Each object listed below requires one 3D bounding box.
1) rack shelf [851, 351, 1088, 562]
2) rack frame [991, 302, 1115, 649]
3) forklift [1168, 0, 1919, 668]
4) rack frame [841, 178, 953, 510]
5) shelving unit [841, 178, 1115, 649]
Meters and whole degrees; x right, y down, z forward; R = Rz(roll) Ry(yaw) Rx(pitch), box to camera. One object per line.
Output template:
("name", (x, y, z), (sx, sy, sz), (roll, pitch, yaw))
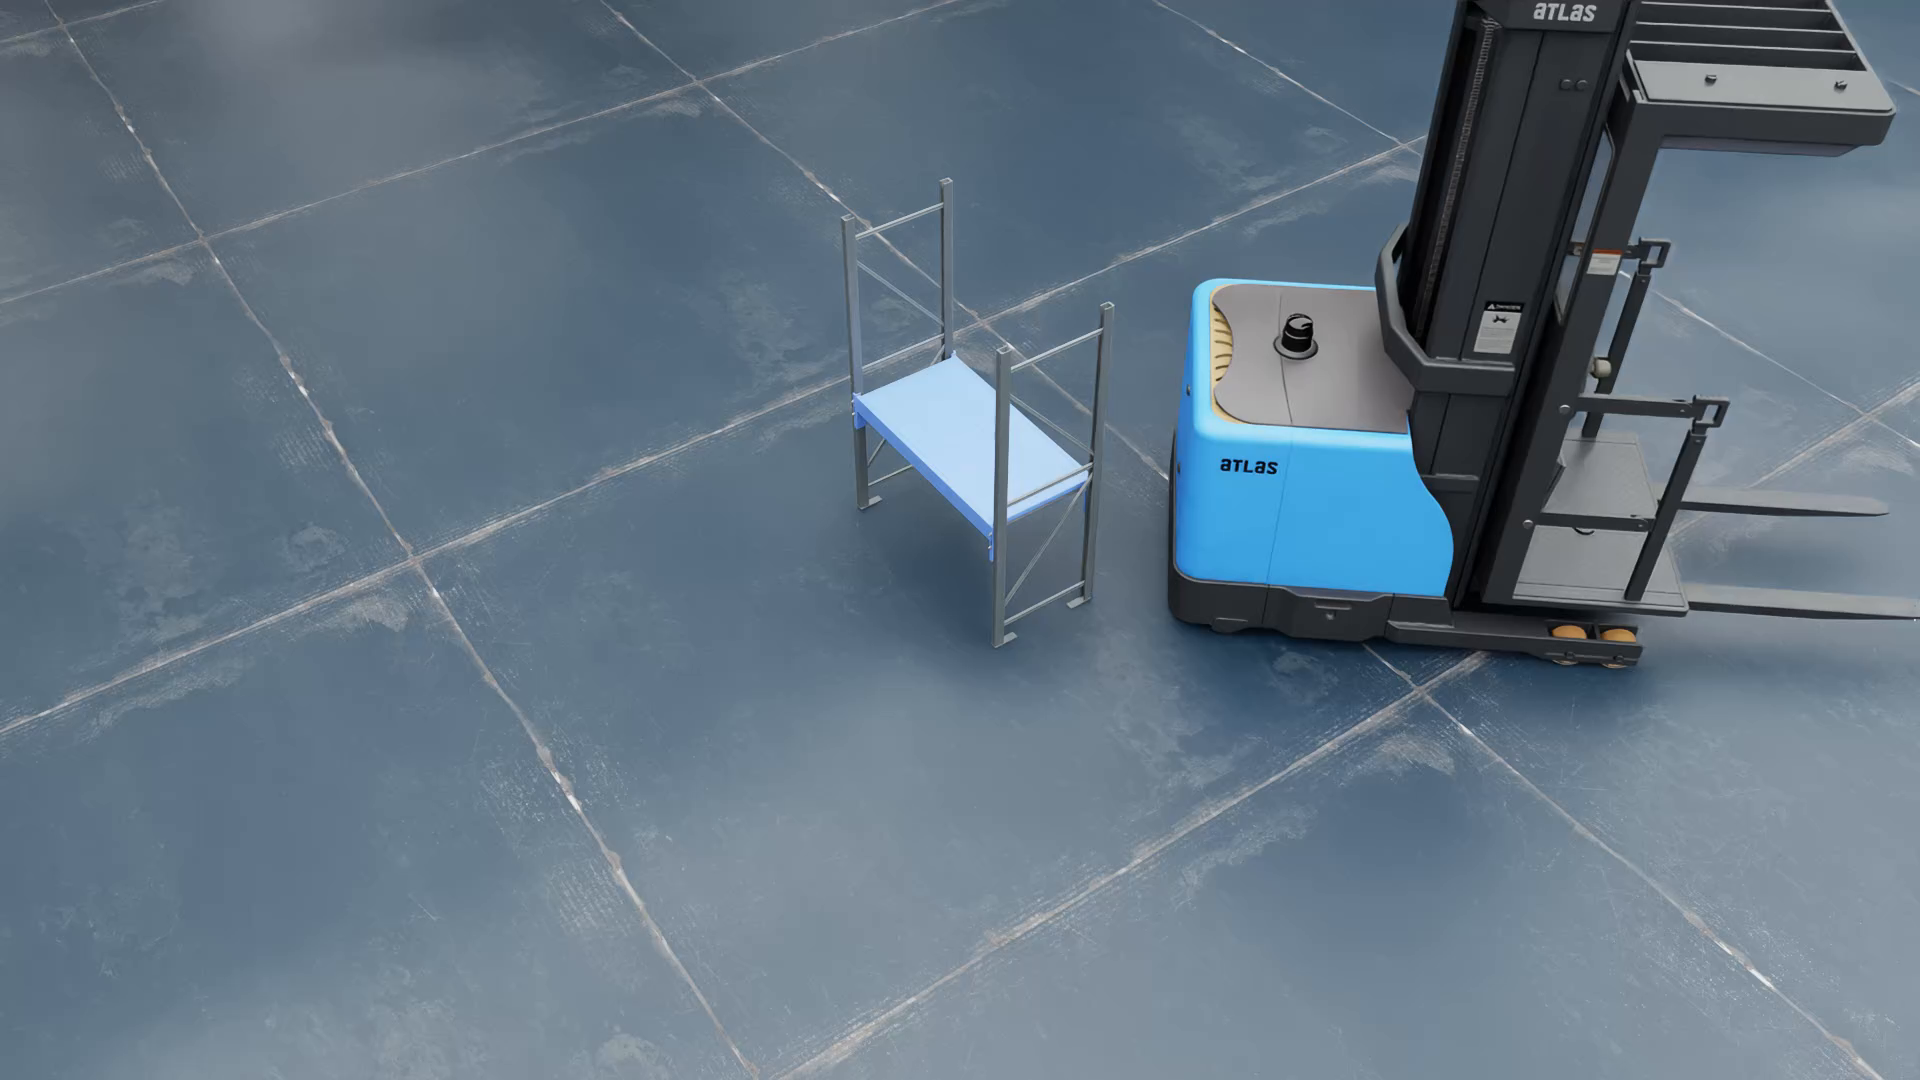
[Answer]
("rack shelf", (0.049, -0.364, 6.797), (0.538, 0.185, 1.000), (-26, 49, -24))
("rack frame", (0.340, -0.206, 6.371), (0.500, 1.500, 0.032), (-26, 49, -24))
("forklift", (2.407, -0.932, 6.094), (3.031, 2.935, 1.130), (4, 44, 4))
("rack frame", (-0.242, -0.782, 6.974), (0.500, 1.500, 0.032), (-26, 49, -24))
("shelving unit", (0.049, -0.494, 6.673), (0.538, 1.500, 1.048), (-26, 49, -24))
